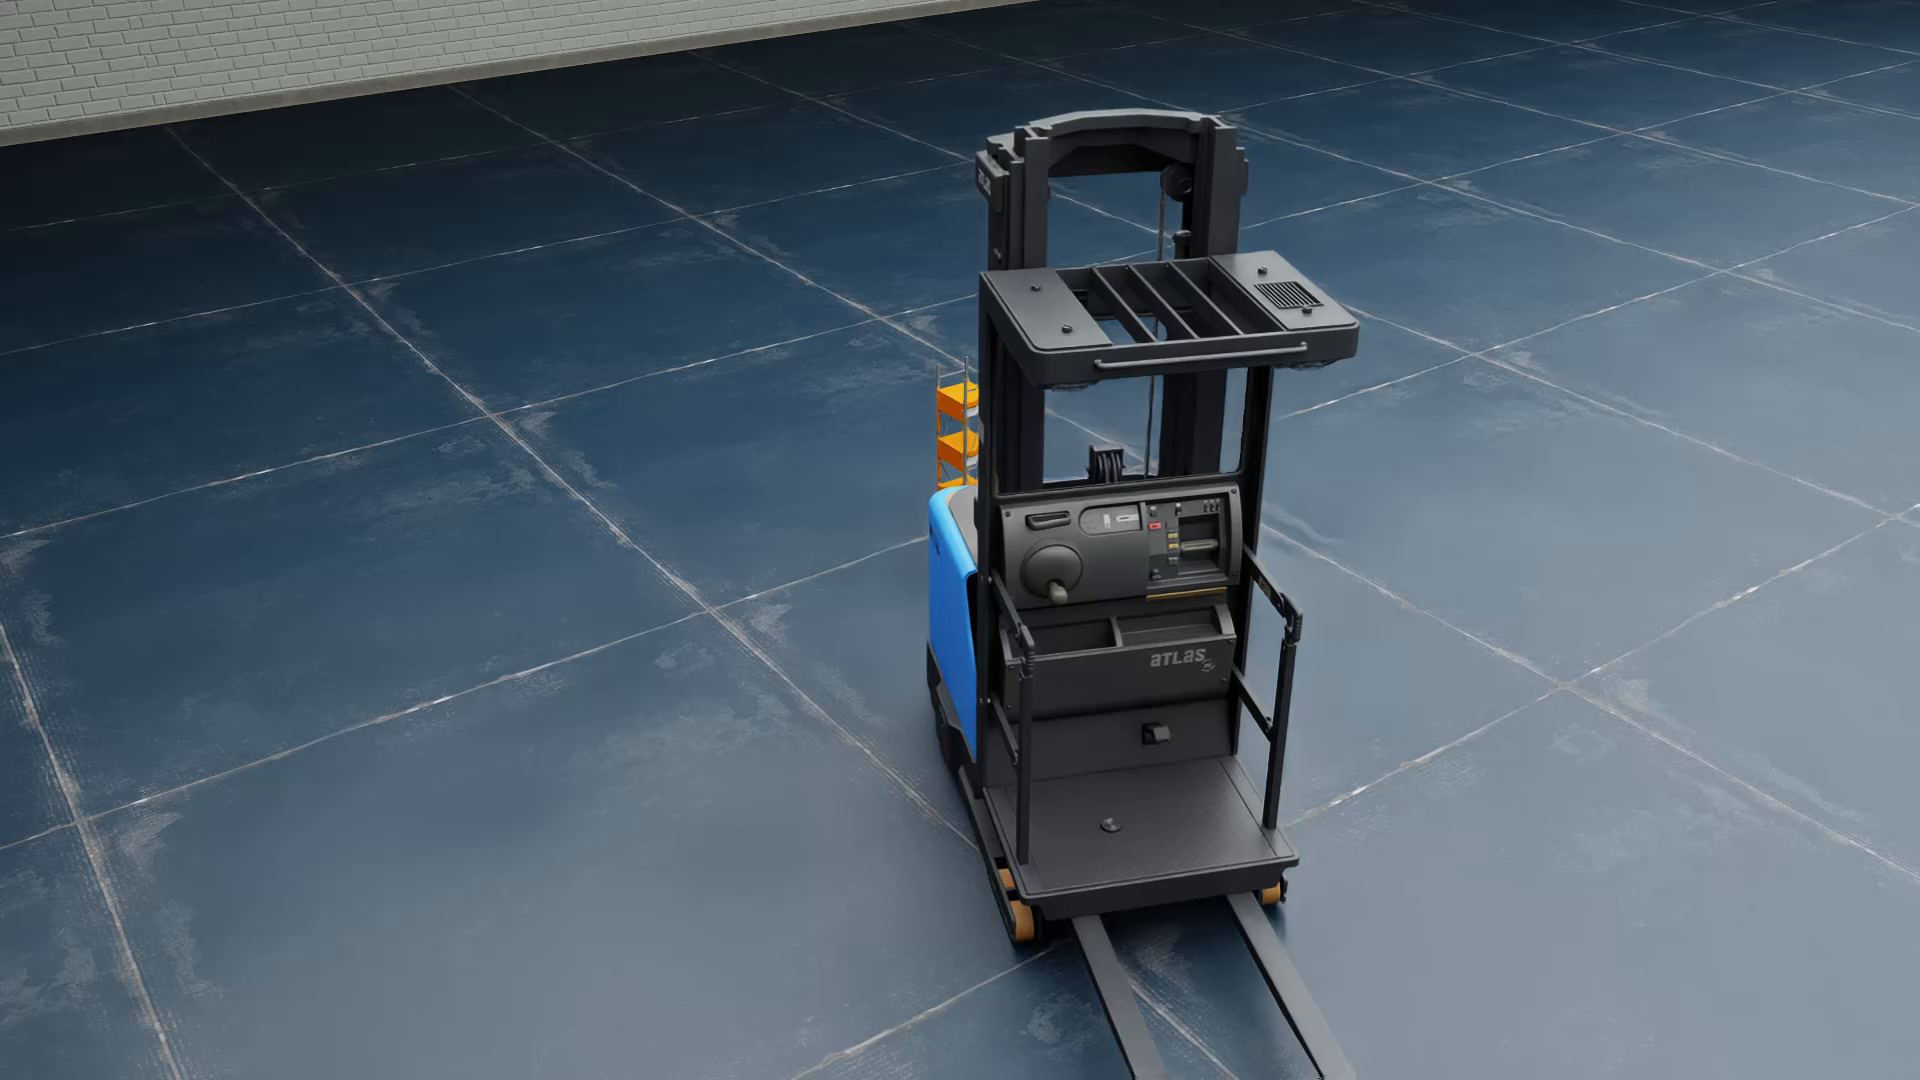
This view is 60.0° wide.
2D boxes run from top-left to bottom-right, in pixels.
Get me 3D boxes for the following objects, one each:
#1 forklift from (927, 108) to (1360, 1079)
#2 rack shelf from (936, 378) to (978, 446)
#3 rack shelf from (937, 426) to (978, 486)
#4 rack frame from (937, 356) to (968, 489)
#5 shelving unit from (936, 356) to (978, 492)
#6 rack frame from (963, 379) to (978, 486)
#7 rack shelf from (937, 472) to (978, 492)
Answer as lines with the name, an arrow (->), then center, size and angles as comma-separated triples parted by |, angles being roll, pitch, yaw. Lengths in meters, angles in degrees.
forklift -> 0.660, 0.062, 6.064 | 1.130, 2.935, 3.031 | -6, 29, -11
rack shelf -> 0.031, -0.681, 8.831 | 0.215, 0.259, 0.240 | -19, 34, -31
rack shelf -> 0.031, -0.431, 8.966 | 0.215, 0.259, 0.240 | -19, 34, -31
rack frame -> -0.040, -0.488, 9.048 | 0.200, 1.050, 0.008 | -19, 34, -31
shelving unit -> 0.031, -0.441, 8.961 | 0.215, 1.050, 0.252 | -19, 34, -31
rack frame -> 0.102, -0.393, 8.874 | 0.200, 1.050, 0.008 | -19, 34, -31
rack shelf -> 0.031, -0.187, 9.099 | 0.215, 0.259, 0.240 | -19, 34, -31
